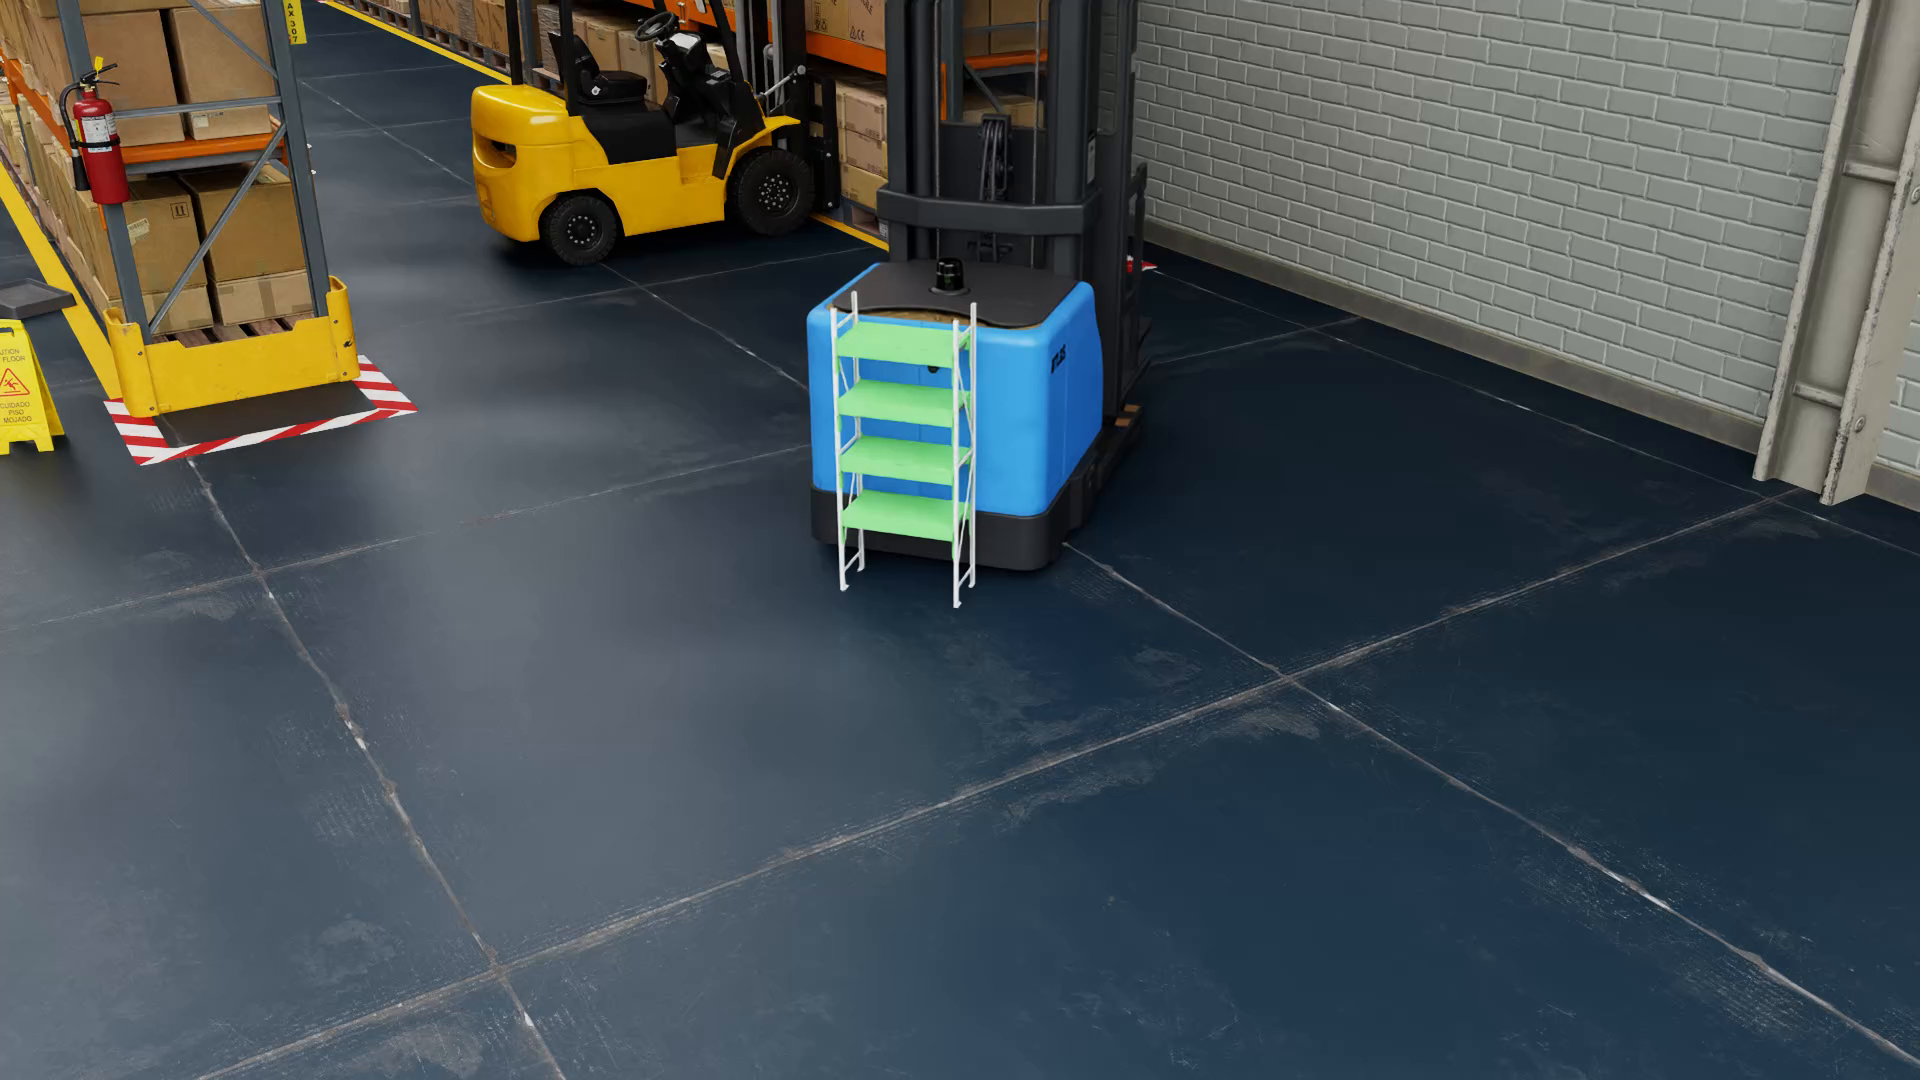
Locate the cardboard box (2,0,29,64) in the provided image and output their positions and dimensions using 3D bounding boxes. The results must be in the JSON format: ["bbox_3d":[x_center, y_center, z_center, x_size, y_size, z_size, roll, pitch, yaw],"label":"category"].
[{"bbox_3d":[-5.442,-3.179,10.004,0.500,0.500,0.500,-16,30,-30],"label":"cardboard box"}]

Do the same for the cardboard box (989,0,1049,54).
[{"bbox_3d":[0.298,-3.593,11.229,0.500,0.500,0.500,-14,29,-28],"label":"cardboard box"}]

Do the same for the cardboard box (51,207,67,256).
[{"bbox_3d":[-5.608,-2.062,10.834,0.500,0.250,0.500,-14,29,-27],"label":"cardboard box"}]

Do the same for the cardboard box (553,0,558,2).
[{"bbox_3d":[-4.178,-5.880,17.868,0.380,0.149,0.250,-15,29,-28],"label":"cardboard box"}]

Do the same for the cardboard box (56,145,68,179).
[{"bbox_3d":[-4.868,-2.158,9.399,0.380,0.149,0.250,-15,29,-29],"label":"cardboard box"}]

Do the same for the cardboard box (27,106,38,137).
[{"bbox_3d":[-5.609,-2.641,10.421,0.380,0.149,0.250,-14,29,-28],"label":"cardboard box"}]

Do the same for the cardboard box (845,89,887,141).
[{"bbox_3d":[-0.461,-2.977,11.601,0.500,0.250,0.500,-15,29,-29],"label":"cardboard box"}]

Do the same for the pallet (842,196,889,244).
[{"bbox_3d":[-0.117,-2.308,11.892,1.003,0.211,1.213,-16,29,-30],"label":"pallet"}]

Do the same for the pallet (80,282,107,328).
[{"bbox_3d":[-4.939,-1.648,10.494,1.003,0.211,1.213,-16,29,-30],"label":"pallet"}]

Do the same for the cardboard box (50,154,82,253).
[{"bbox_3d":[-5.035,-2.027,9.880,0.500,0.500,0.500,-16,30,-31],"label":"cardboard box"}]

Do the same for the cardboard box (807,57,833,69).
[{"bbox_3d":[-1.295,-3.528,12.768,0.500,0.250,0.500,-14,29,-28],"label":"cardboard box"}]

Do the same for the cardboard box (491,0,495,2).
[{"bbox_3d":[-4.795,-5.832,17.767,0.380,0.149,0.250,-17,30,-31],"label":"cardboard box"}]

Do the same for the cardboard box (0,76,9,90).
[{"bbox_3d":[-7.888,-3.806,14.385,0.950,0.372,0.625,-18,31,-33],"label":"cardboard box"}]

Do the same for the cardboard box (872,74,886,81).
[{"bbox_3d":[-0.308,-3.279,12.241,0.500,0.250,0.500,-16,30,-30],"label":"cardboard box"}]

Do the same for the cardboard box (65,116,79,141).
[{"bbox_3d":[-4.436,-2.182,8.653,0.380,0.149,0.250,-16,30,-30],"label":"cardboard box"}]

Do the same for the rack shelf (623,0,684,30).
[{"bbox_3d":[-2.940,-5.126,15.438,1.077,0.370,4.000,-16,29,-30],"label":"rack shelf"}]

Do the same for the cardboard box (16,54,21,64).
[{"bbox_3d":[-5.920,-3.199,10.806,0.380,0.149,0.250,-15,29,-28],"label":"cardboard box"}]

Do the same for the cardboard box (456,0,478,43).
[{"bbox_3d":[-5.294,-5.877,18.622,0.500,0.500,0.500,-17,30,-31],"label":"cardboard box"}]

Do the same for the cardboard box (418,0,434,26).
[{"bbox_3d":[-6.140,-6.432,19.796,0.500,0.500,0.500,-14,29,-27],"label":"cardboard box"}]

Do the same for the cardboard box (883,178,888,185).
[{"bbox_3d":[-0.186,-2.346,11.435,0.500,0.250,0.500,-15,29,-29],"label":"cardboard box"}]

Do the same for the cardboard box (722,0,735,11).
[{"bbox_3d":[-1.526,-4.379,12.896,0.500,0.500,0.500,-15,29,-29],"label":"cardboard box"}]

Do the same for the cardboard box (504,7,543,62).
[{"bbox_3d":[-4.443,-5.327,17.458,0.500,0.500,0.500,-15,29,-28],"label":"cardboard box"}]

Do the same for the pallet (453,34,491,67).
[{"bbox_3d":[-5.070,-5.618,18.903,1.003,0.211,1.213,-16,29,-30],"label":"pallet"}]

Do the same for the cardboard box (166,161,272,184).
[{"bbox_3d":[-4.332,-1.980,9.782,0.500,0.500,0.500,-17,30,-31],"label":"cardboard box"}]

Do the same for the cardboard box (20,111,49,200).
[{"bbox_3d":[-5.909,-2.590,11.073,0.500,0.500,0.500,-14,29,-27],"label":"cardboard box"}]

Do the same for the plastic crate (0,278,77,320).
[{"bbox_3d":[-5.835,-1.505,10.345,0.583,0.080,0.402,18,31,33],"label":"plastic crate"}]

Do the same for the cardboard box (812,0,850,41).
[{"bbox_3d":[-0.709,-3.836,11.746,0.500,0.500,0.500,-16,30,-31],"label":"cardboard box"}]

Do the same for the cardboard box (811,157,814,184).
[{"bbox_3d":[-1.017,-2.888,12.583,0.500,0.250,0.500,-15,29,-28],"label":"cardboard box"}]

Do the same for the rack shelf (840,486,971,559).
[{"bbox_3d":[-0.213,-0.073,6.711,0.480,0.148,0.258,8,26,16],"label":"rack shelf"}]

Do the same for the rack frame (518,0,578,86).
[{"bbox_3d":[-4.032,-6.167,16.799,1.000,3.000,0.127,-16,29,-30],"label":"rack frame"}]

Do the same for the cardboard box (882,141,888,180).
[{"bbox_3d":[-0.192,-2.579,11.343,0.500,0.250,0.500,-16,30,-30],"label":"cardboard box"}]

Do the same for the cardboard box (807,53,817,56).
[{"bbox_3d":[-1.128,-3.826,13.399,0.500,0.250,0.500,-16,30,-30],"label":"cardboard box"}]

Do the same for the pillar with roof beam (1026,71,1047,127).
[{"bbox_3d":[-2.896,-5.474,8.305,9.100,9.000,0.400,-16,29,-30],"label":"pillar with roof beam"}]

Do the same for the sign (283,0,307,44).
[{"bbox_3d":[-3.367,-2.665,8.368,0.100,0.325,0.005,-16,29,-30],"label":"sign"}]

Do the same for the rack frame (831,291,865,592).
[{"bbox_3d":[-0.445,-0.380,6.649,0.015,1.200,0.240,8,26,16],"label":"rack frame"}]

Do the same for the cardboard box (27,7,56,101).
[{"bbox_3d":[-4.618,-2.637,8.857,0.500,0.500,0.500,-15,29,-29],"label":"cardboard box"}]

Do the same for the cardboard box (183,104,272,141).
[{"bbox_3d":[-3.833,-2.203,8.698,0.380,0.149,0.250,-15,29,-29],"label":"cardboard box"}]

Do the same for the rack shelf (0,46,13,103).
[{"bbox_3d":[-7.097,-3.968,12.984,1.077,0.370,4.000,-16,29,-30],"label":"rack shelf"}]

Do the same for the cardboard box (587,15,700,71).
[{"bbox_3d":[-2.972,-4.584,15.736,0.875,0.625,0.625,-17,30,-32],"label":"cardboard box"}]

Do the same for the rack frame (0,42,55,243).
[{"bbox_3d":[-6.005,-3.578,11.316,1.000,3.000,0.127,-16,29,-30],"label":"rack frame"}]

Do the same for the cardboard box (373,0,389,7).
[{"bbox_3d":[-7.144,-7.161,21.341,0.700,0.500,0.500,-17,30,-31],"label":"cardboard box"}]

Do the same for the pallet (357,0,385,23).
[{"bbox_3d":[-7.260,-7.019,21.872,1.003,0.211,1.213,-16,29,-30],"label":"pallet"}]

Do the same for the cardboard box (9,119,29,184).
[{"bbox_3d":[-6.689,-3.023,12.726,0.950,0.372,0.625,-14,28,-26],"label":"cardboard box"}]

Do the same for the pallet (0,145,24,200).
[{"bbox_3d":[-7.101,-3.032,13.425,1.003,0.211,1.213,-16,29,-30],"label":"pallet"}]

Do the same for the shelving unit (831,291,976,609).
[{"bbox_3d":[-0.213,-0.348,6.581,0.503,1.200,0.258,8,26,16],"label":"shelving unit"}]

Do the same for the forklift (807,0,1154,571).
[{"bbox_3d":[0.301,-1.806,7.642,1.130,2.935,3.031,8,26,16],"label":"forklift"}]

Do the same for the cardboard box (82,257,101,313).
[{"bbox_3d":[-4.764,-1.507,9.658,0.500,0.250,0.500,-15,29,-29],"label":"cardboard box"}]
